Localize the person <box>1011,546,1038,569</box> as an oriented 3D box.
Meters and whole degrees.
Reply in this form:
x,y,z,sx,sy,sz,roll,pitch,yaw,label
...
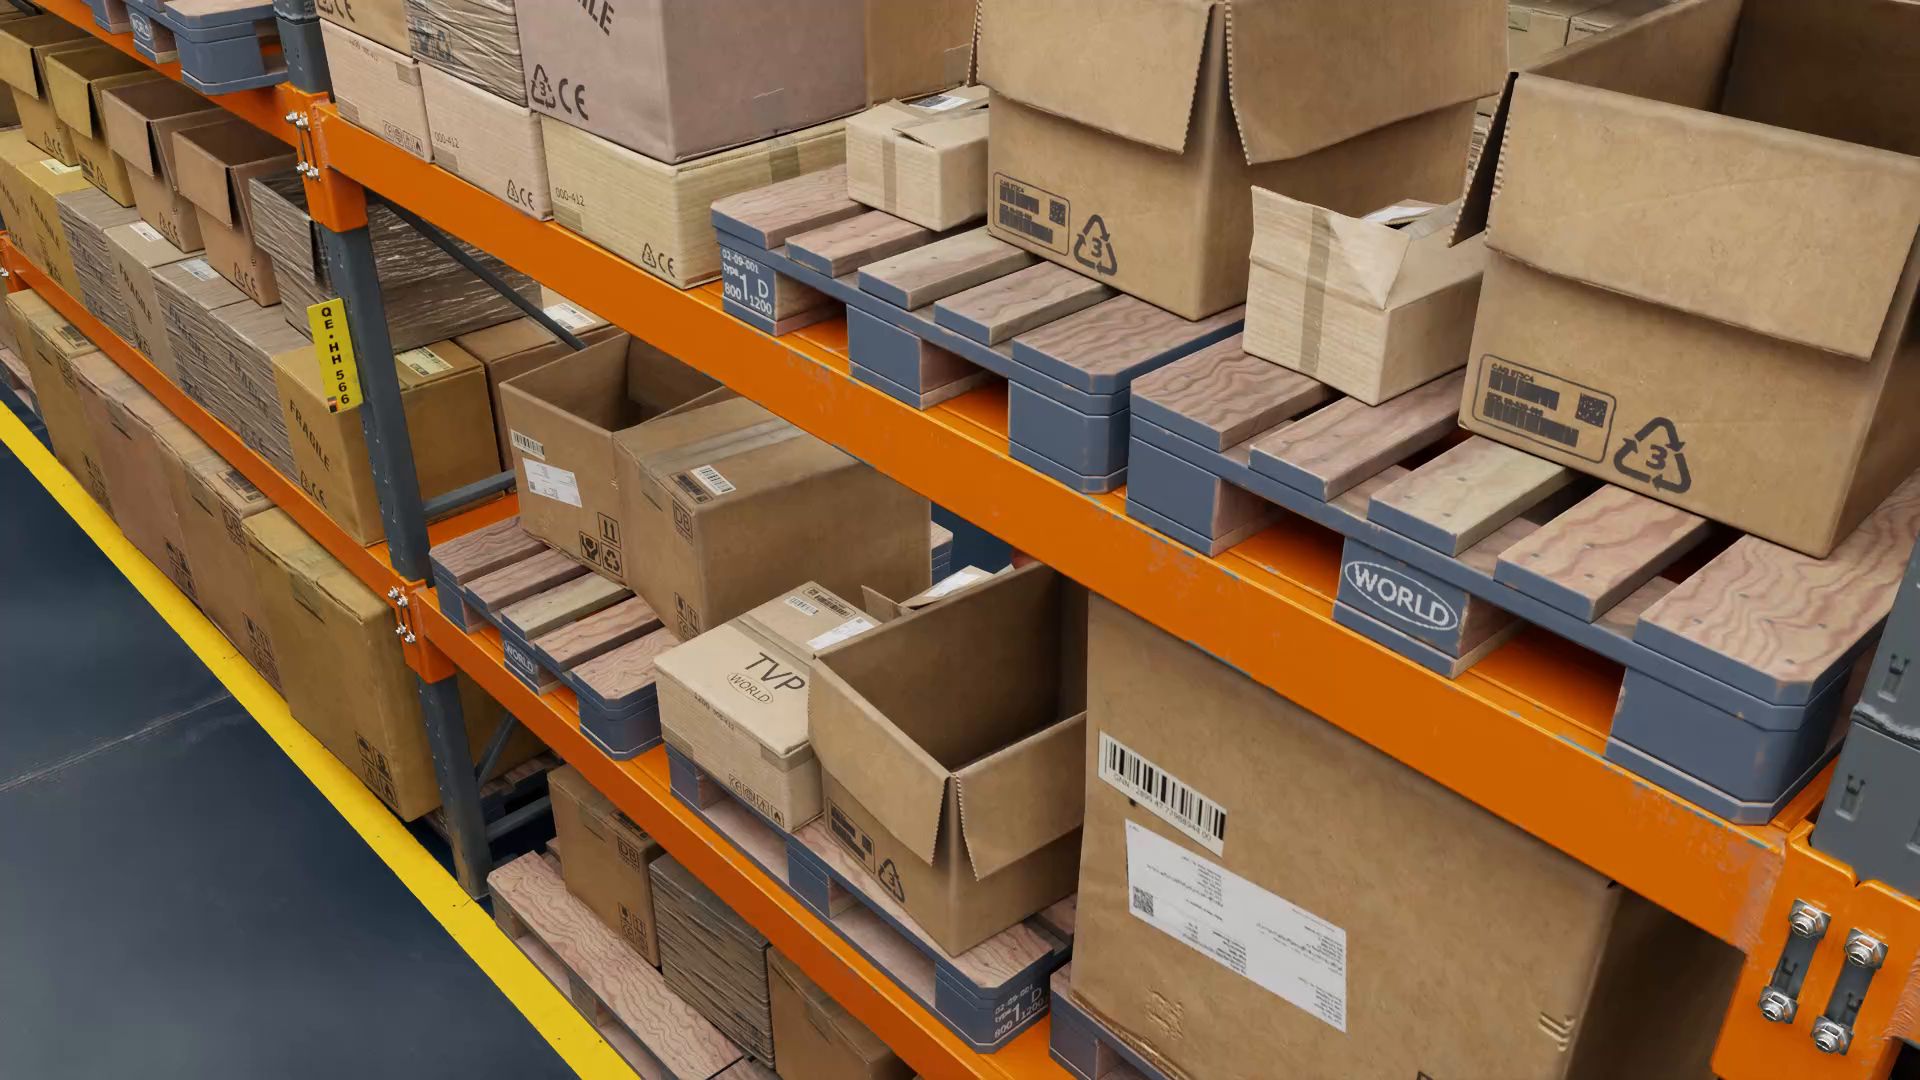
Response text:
x,y,z,sx,sy,sz,roll,pitch,yaw,label
0.422,0.221,5.758,0.608,1.780,0.448,-25,40,-35,person
